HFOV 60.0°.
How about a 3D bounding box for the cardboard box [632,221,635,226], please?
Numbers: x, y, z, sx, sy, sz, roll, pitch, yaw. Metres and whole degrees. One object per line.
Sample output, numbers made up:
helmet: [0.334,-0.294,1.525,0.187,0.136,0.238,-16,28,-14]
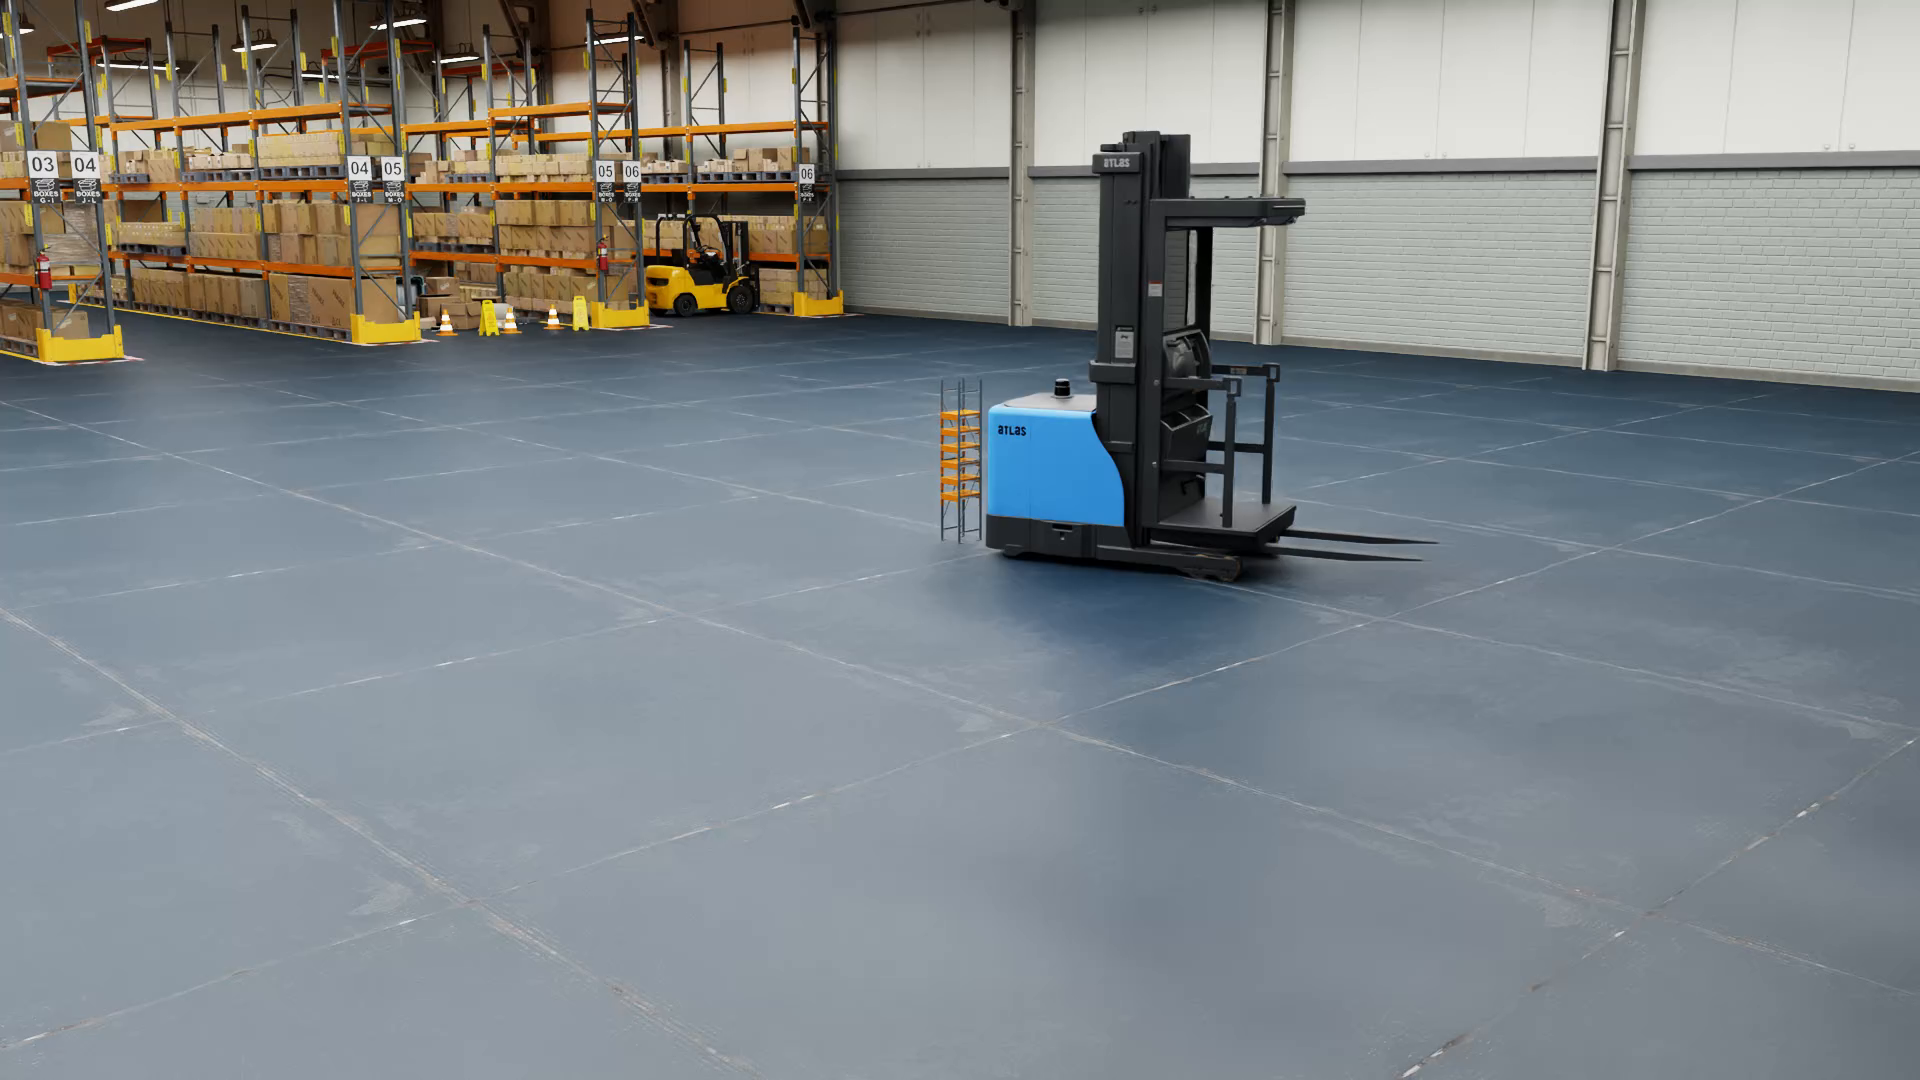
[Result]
cardboard box: [-7.720,-7.662,40.311,0.380,0.149,0.250,-10,16,-41]

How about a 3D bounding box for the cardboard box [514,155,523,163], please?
cardboard box: [-8.931,-7.823,34.162,0.380,0.149,0.250,-11,16,-43]

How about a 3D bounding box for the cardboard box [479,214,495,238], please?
cardboard box: [-9.936,-6.729,35.615,0.500,0.500,0.500,-11,16,-44]

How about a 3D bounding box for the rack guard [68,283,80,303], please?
rack guard: [-21.196,-6.105,40.805,1.175,0.500,0.348,-11,16,-43]

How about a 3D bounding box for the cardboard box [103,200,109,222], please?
cardboard box: [-19.367,-7.547,38.144,0.500,0.500,0.500,11,16,43]

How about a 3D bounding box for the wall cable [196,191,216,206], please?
wall cable: [-21.649,-9.377,47.899,0.585,1.953,0.123,-11,16,-43]

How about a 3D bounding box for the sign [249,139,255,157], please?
sign: [-13.347,-7.388,31.345,0.100,0.325,0.005,-11,16,-43]

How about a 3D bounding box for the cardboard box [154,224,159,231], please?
cardboard box: [-16.934,-6.668,35.451,0.380,0.149,0.250,-10,15,-41]

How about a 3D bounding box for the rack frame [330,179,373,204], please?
rack frame: [-14.976,-7.461,41.192,1.000,3.000,0.127,-11,16,-43]

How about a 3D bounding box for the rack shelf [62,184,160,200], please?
rack shelf: [-19.867,-8.165,38.959,1.077,0.370,4.000,-11,16,-43]

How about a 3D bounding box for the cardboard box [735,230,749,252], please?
cardboard box: [-4.692,-6.710,37.298,0.500,0.500,0.500,-11,16,-42]

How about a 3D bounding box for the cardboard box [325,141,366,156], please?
cardboard box: [-10.739,-6.834,29.060,0.500,0.250,0.500,-11,16,-42]

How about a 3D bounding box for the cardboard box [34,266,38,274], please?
cardboard box: [-14.375,-4.255,26.254,0.380,0.149,0.250,-11,16,-43]

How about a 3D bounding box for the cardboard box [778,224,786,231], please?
cardboard box: [-3.742,-6.813,36.193,0.380,0.149,0.250,-11,16,-42]

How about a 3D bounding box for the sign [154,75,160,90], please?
sign: [-18.089,-10.308,37.436,0.100,0.325,0.005,-11,16,-43]

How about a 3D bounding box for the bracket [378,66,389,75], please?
bracket: [-17.541,-14.314,50.669,0.235,0.232,0.430,-11,16,-43]

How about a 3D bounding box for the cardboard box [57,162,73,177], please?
cardboard box: [-14.002,-5.831,26.217,0.500,0.250,0.500,-10,15,-41]

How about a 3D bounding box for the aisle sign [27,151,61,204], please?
aisle sign: [-14.031,-5.551,25.480,0.394,0.787,0.004,-11,16,-43]

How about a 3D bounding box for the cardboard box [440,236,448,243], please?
cardboard box: [-11.399,-6.727,37.211,0.380,0.149,0.250,-10,15,-39]

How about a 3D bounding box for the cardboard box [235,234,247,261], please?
cardboard box: [-13.864,-5.751,32.642,0.500,0.500,0.500,-11,16,-43]

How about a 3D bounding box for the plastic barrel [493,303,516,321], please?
plastic barrel: [-9.210,-4.538,33.391,0.512,0.421,0.421,-1,12,-4]

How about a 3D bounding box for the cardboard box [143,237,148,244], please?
cardboard box: [-17.470,-6.491,36.064,0.250,0.149,0.380,11,16,43]

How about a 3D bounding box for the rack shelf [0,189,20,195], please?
rack shelf: [-18.000,-6.321,30.009,1.077,0.370,4.000,-11,16,-43]

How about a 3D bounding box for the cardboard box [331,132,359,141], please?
cardboard box: [-10.677,-6.998,28.871,0.380,0.149,0.250,-11,16,-42]

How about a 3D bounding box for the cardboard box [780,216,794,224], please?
cardboard box: [-3.694,-6.969,36.211,0.380,0.149,0.250,-11,16,-42]

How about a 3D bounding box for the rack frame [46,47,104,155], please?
rack frame: [-21.249,-10.279,40.001,1.000,3.000,0.127,-11,16,-43]

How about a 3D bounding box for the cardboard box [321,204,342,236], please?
cardboard box: [-10.874,-5.735,29.764,0.875,0.550,0.550,-11,16,-43]

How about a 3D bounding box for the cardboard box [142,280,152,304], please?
cardboard box: [-17.801,-5.516,36.906,0.500,0.500,0.500,-10,15,-40]

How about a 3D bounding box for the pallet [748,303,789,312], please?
pallet: [-4.498,-5.320,37.711,1.003,0.211,1.213,-11,16,-43]

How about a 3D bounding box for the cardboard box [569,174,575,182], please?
cardboard box: [-7.492,-7.144,32.843,0.380,0.149,0.250,-10,15,-41]

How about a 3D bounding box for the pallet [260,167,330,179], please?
pallet: [-12.404,-6.894,31.225,1.003,0.211,1.213,-11,16,-43]

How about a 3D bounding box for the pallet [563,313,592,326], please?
pallet: [-7.277,-4.479,33.626,1.003,0.211,1.213,-11,16,-43]

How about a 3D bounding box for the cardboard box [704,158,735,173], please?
cardboard box: [-5.466,-8.511,37.785,0.500,0.311,0.500,-10,16,-41]

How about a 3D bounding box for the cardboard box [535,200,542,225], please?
cardboard box: [-8.214,-6.665,33.868,0.700,0.500,0.500,-11,16,-43]

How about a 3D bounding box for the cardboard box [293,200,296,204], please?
cardboard box: [-16.808,-8.619,42.482,0.380,0.149,0.250,-11,16,-42]

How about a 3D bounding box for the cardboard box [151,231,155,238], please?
cardboard box: [-17.106,-6.560,35.662,0.380,0.149,0.250,-11,16,-43]

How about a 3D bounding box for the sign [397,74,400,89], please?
sign: [-12.613,-10.273,37.265,0.100,0.325,0.005,-11,16,-43]

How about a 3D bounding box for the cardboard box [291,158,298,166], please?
cardboard box: [-11.906,-6.867,30.211,0.380,0.149,0.250,-11,16,-42]

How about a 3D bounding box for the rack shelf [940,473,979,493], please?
rack shelf: [0.010,-0.424,12.313,0.258,0.103,0.180,-11,16,-43]

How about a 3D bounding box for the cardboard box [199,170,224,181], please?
cardboard box: [-15.926,-7.811,35.211,0.500,0.500,0.500,-11,16,-43]

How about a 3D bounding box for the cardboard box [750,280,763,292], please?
cardboard box: [-4.374,-5.680,37.084,0.500,0.250,0.500,-11,16,-44]

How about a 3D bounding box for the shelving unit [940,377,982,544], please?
shelving unit: [0.010,-0.586,12.280,0.258,1.200,0.189,-11,16,-43]

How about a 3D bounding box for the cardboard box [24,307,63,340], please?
cardboard box: [-15.132,-3.580,27.509,0.500,0.500,0.500,-9,15,-37]

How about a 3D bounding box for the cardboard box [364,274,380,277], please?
cardboard box: [-13.860,-6.416,40.345,0.875,0.875,0.875,-10,15,-41]

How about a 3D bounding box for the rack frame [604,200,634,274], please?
rack frame: [-8.626,-7.570,41.719,1.000,3.000,0.127,-11,16,-43]

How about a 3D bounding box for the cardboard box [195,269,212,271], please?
cardboard box: [-16.375,-5.730,36.085,0.500,0.250,0.500,-11,16,-43]

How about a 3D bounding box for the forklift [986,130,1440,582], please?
forklift: [1.741,-1.279,11.357,3.031,2.935,1.130,5,13,25]

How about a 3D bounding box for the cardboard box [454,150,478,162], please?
cardboard box: [-10.664,-8.352,36.177,0.500,0.250,0.500,-11,16,-42]

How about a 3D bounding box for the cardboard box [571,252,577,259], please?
cardboard box: [-7.519,-5.673,33.138,0.380,0.149,0.250,-11,16,-44]

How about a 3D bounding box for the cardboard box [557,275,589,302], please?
cardboard box: [-7.794,-5.092,33.610,0.500,0.500,0.500,-10,15,-40]

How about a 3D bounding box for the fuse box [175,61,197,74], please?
fuse box: [-21.814,-13.331,46.886,0.513,0.334,0.176,-11,16,-43]

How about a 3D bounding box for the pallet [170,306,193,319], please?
pallet: [-16.263,-4.921,35.775,1.003,0.211,1.213,-11,16,-43]

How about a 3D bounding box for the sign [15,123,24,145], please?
sign: [-14.272,-6.157,25.236,0.100,0.325,0.005,-11,16,-43]
